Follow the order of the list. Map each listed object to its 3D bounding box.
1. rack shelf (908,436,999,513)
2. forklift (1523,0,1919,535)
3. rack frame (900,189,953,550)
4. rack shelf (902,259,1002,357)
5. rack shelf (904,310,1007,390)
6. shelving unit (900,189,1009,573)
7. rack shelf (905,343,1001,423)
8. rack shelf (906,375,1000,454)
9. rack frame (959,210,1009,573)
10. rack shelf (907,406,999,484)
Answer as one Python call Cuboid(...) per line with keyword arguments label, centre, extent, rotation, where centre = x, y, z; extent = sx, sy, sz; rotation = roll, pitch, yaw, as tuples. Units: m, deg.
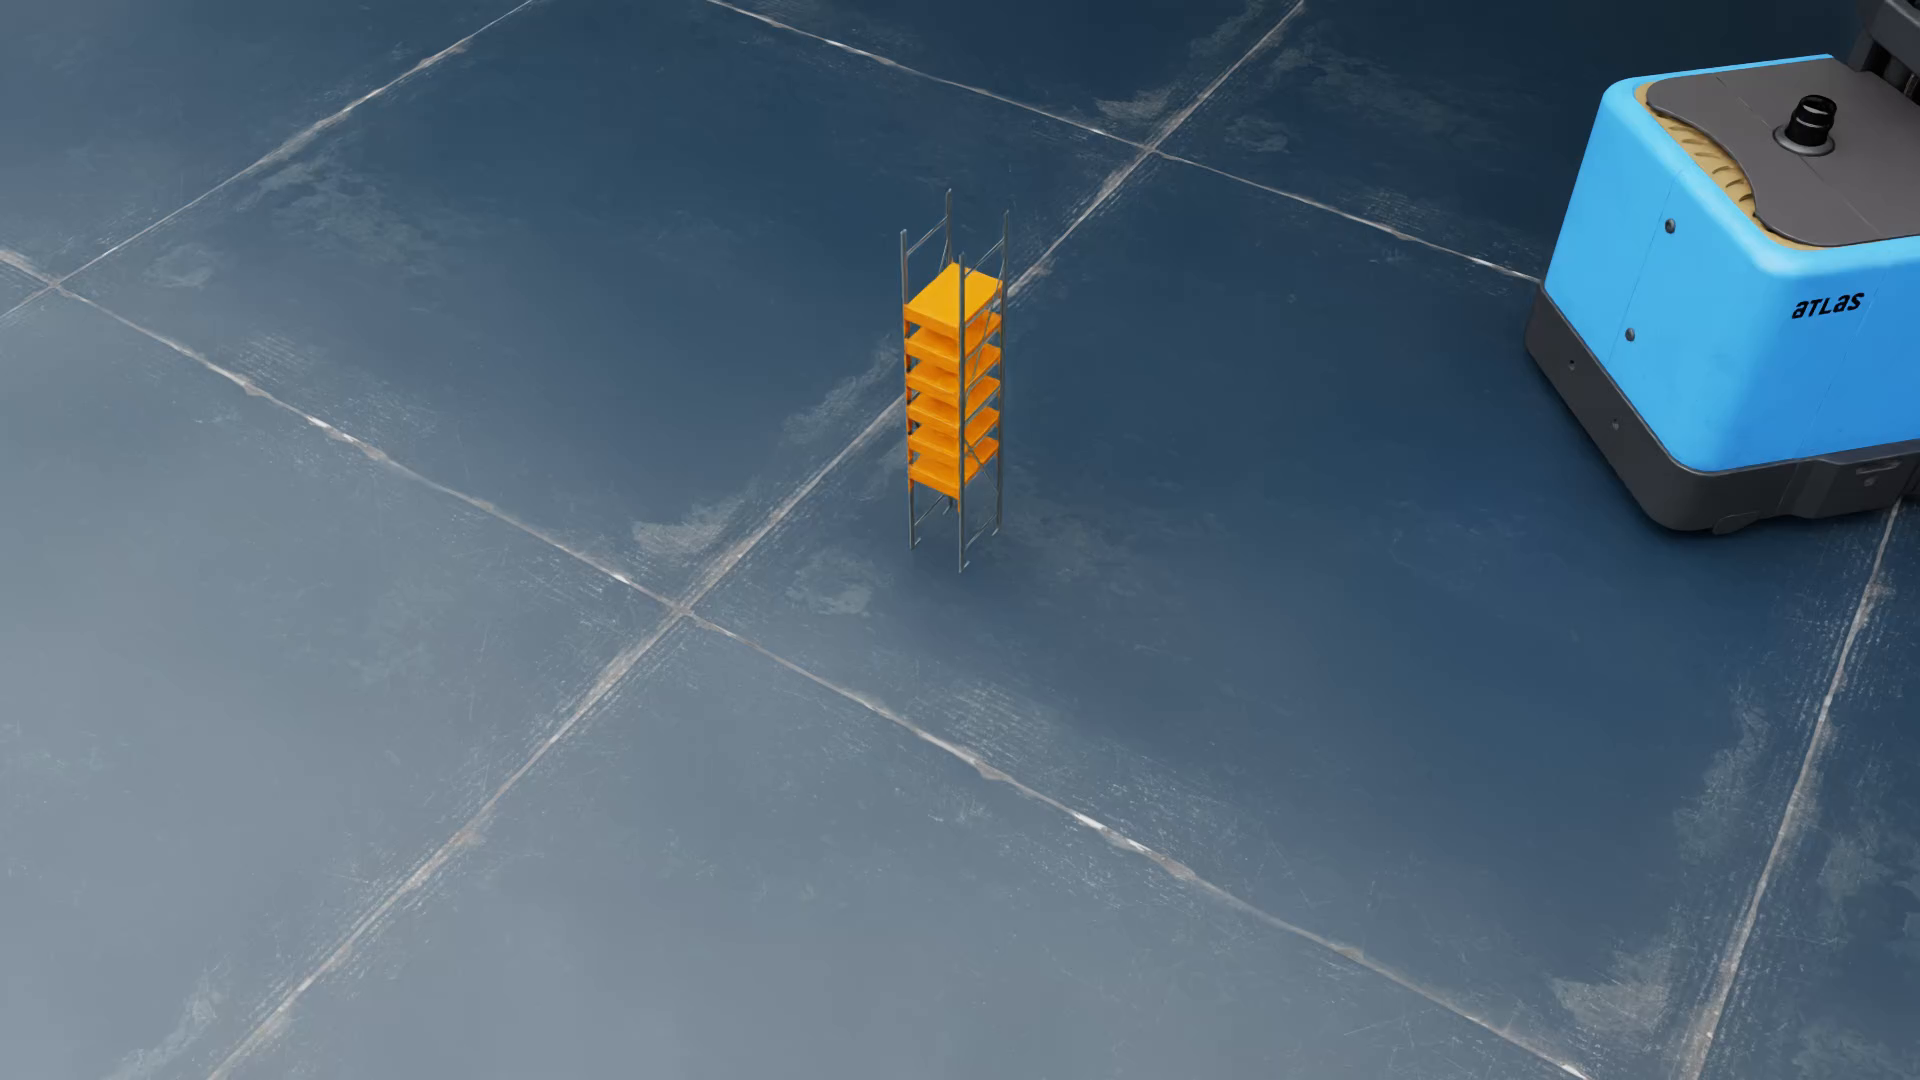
Cuboid(label="rack shelf", centre=(-0.012, -0.226, 5.029), extent=(0.180, 0.103, 0.258), rotation=(25, 51, 22))
Cuboid(label="forklift", centre=(3.544, -1.587, 4.748), extent=(3.031, 2.935, 1.130), rotation=(-9, 47, -9))
Cuboid(label="rack frame", centre=(-0.089, -0.459, 4.860), extent=(0.006, 1.200, 0.240), rotation=(25, 51, 22))
Cuboid(label="rack shelf", centre=(-0.012, -0.644, 4.599), extent=(0.180, 0.103, 0.258), rotation=(25, 51, 22))
Cuboid(label="rack shelf", centre=(-0.012, -0.560, 4.685), extent=(0.180, 0.103, 0.258), rotation=(25, 51, 22))
Cuboid(label="shelving unit", centre=(-0.012, -0.424, 4.825), extent=(0.189, 1.200, 0.258), rotation=(25, 51, 22))
Cuboid(label="rack shelf", centre=(-0.012, -0.476, 4.771), extent=(0.180, 0.103, 0.258), rotation=(25, 51, 22))
Cuboid(label="rack shelf", centre=(-0.012, -0.393, 4.857), extent=(0.180, 0.103, 0.258), rotation=(25, 51, 22))
Cuboid(label="rack frame", centre=(0.065, -0.388, 4.791), extent=(0.006, 1.200, 0.240), rotation=(25, 51, 22))
Cuboid(label="rack shelf", centre=(-0.012, -0.309, 4.943), extent=(0.180, 0.103, 0.258), rotation=(25, 51, 22))
